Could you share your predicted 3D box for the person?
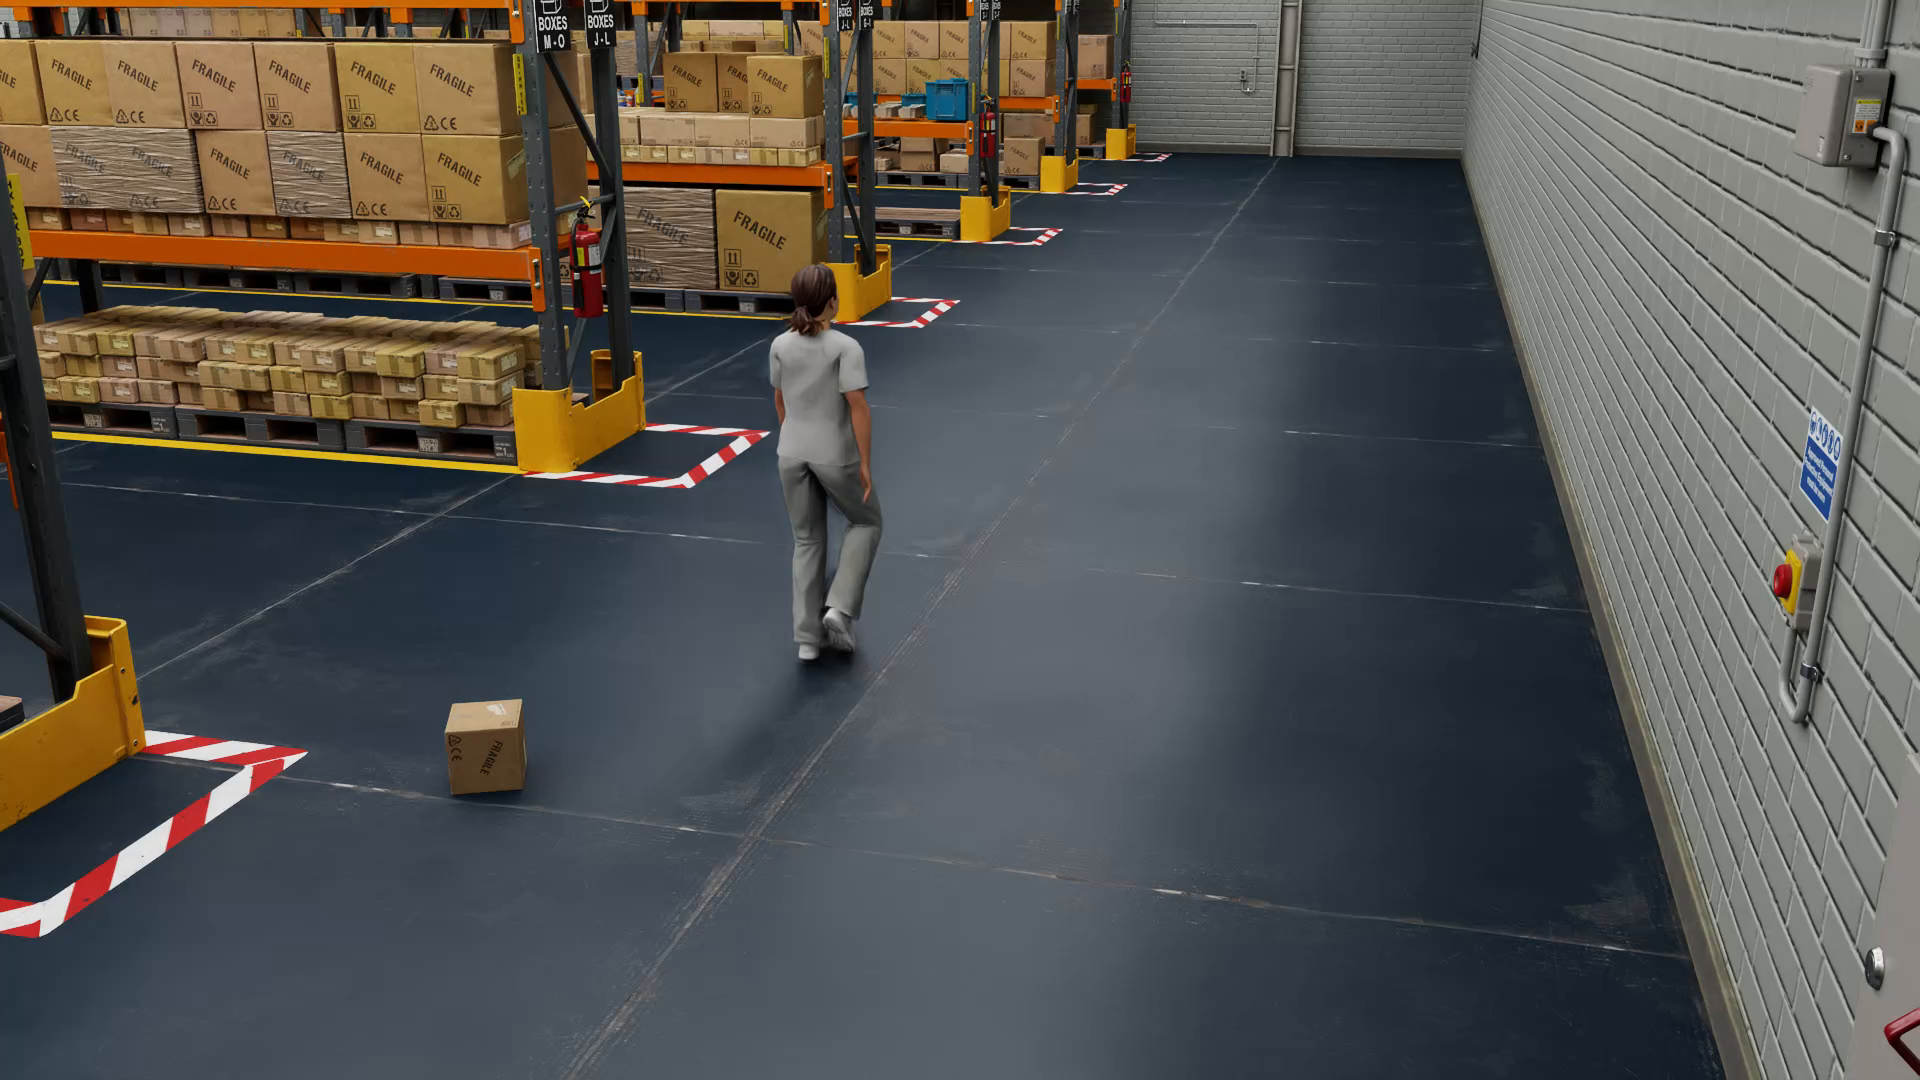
[{"bbox_3d":[-0.557,-0.318,7.003,0.493,1.685,0.449,6,19,17],"label":"person"}]
